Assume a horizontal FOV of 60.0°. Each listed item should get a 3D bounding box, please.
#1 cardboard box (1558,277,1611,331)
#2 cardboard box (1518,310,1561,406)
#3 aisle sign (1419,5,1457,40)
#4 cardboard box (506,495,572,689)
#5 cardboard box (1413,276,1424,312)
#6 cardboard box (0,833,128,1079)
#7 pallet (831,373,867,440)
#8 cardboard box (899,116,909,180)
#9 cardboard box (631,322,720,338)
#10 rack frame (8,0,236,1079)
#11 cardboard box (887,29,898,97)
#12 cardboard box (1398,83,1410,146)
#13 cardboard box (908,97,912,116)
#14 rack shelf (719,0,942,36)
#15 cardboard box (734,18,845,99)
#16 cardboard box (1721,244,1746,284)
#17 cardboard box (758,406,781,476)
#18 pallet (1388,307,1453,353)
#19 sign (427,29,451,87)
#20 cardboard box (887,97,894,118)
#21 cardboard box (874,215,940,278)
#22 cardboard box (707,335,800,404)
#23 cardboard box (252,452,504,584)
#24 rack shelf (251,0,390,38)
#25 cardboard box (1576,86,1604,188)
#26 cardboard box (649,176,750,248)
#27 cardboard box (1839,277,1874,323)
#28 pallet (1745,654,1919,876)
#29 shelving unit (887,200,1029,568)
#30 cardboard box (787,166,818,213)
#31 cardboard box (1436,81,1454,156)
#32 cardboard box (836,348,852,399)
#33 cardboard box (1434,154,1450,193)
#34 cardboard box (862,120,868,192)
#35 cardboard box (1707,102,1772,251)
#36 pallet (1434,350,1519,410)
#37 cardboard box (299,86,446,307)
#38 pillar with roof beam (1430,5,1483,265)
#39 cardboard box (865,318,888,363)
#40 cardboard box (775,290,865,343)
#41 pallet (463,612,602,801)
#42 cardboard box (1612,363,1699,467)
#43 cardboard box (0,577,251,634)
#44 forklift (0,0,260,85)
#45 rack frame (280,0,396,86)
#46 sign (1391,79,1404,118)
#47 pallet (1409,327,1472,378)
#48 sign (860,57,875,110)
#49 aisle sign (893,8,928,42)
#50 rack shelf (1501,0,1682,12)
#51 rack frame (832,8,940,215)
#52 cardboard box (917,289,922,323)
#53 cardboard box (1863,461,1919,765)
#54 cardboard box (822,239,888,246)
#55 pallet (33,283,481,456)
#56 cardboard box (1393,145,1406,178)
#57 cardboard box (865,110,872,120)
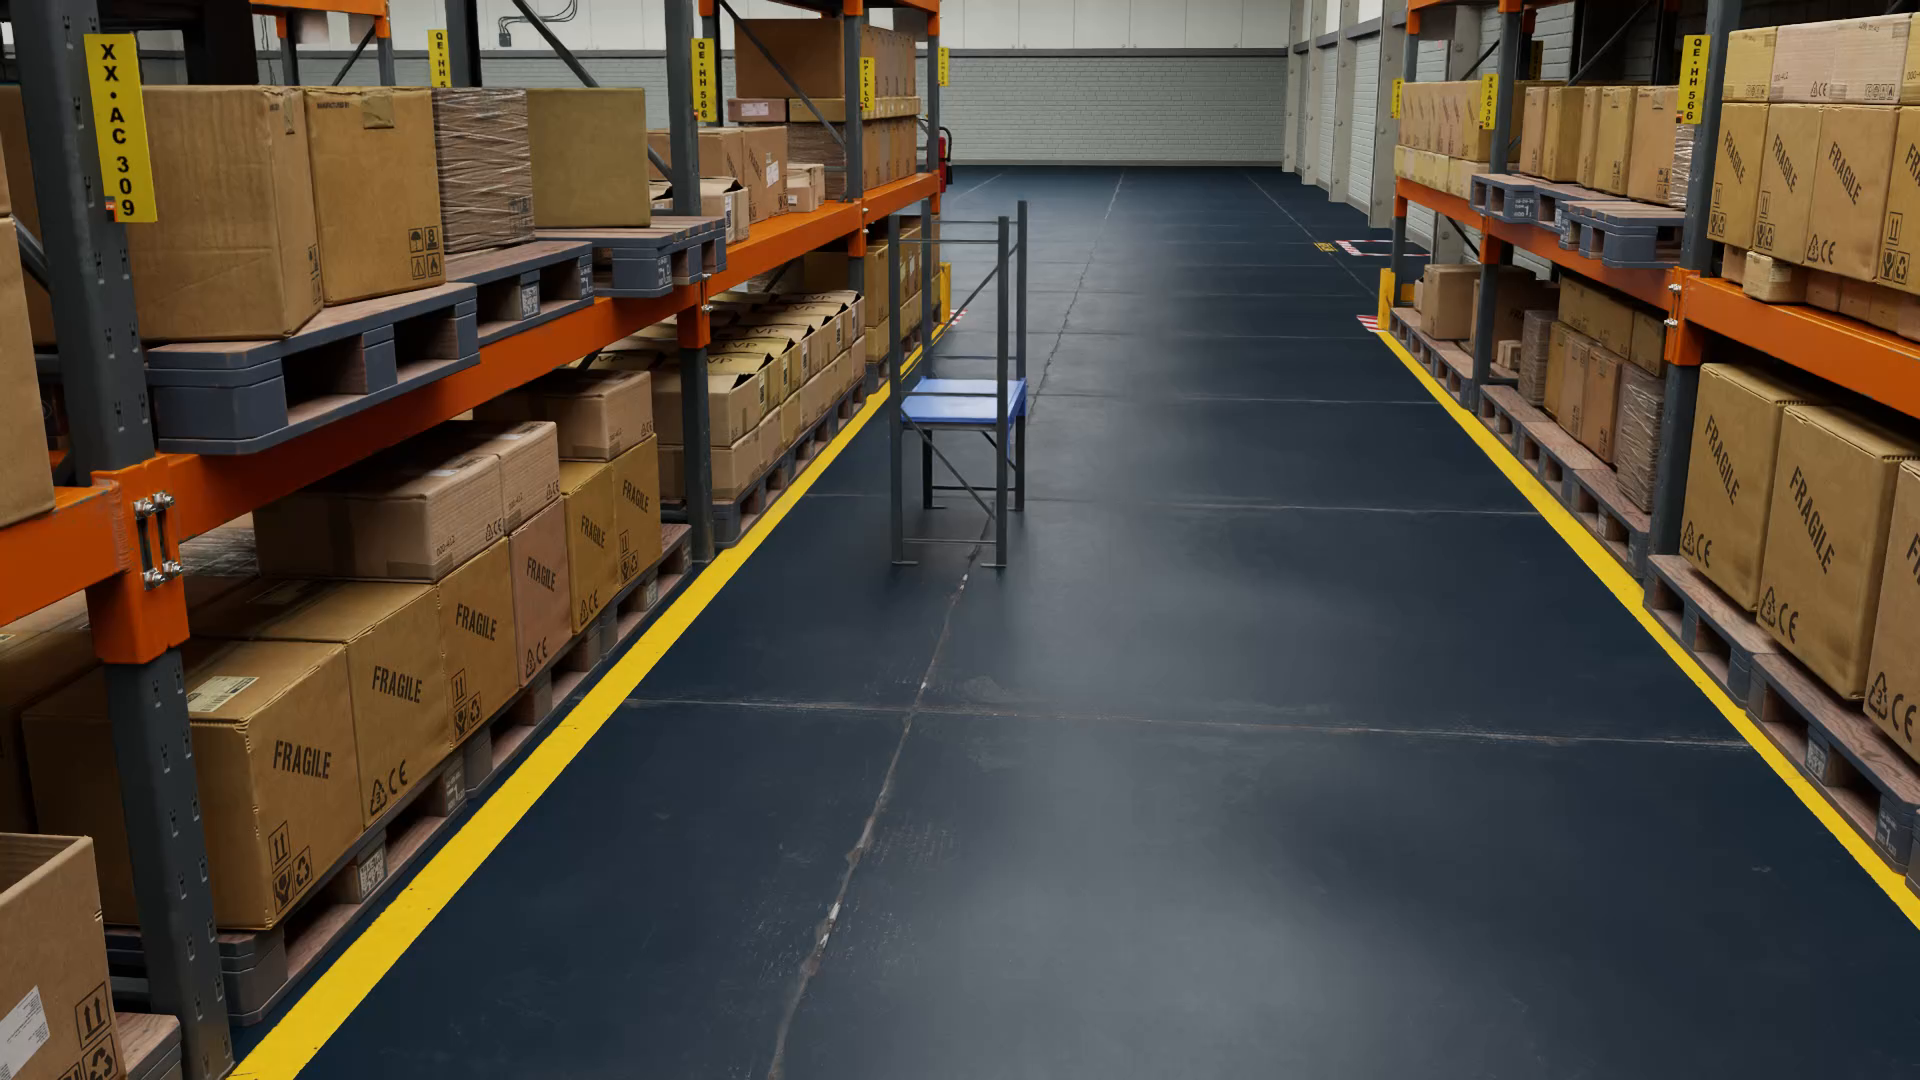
[{"bbox_3d":[3.674,-1.319,9.304,0.500,0.250,0.500,1,15,5],"label":"cardboard box"},{"bbox_3d":[3.721,-1.072,9.825,0.700,0.500,0.500,2,15,8],"label":"cardboard box"},{"bbox_3d":[3.949,-4.577,13.863,0.394,0.787,0.004,2,15,6],"label":"aisle sign"},{"bbox_3d":[-1.571,0.149,5.309,0.500,0.500,0.500,1,15,4],"label":"cardboard box"},{"bbox_3d":[4.071,-2.032,13.740,0.500,0.311,0.500,0,15,0],"label":"cardboard box"},{"bbox_3d":[-1.820,0.823,2.818,0.500,0.500,0.500,2,15,6],"label":"cardboard box"},{"bbox_3d":[-1.180,-0.864,10.453,1.003,0.211,1.213,2,15,6],"label":"pallet"},{"bbox_3d":[-0.804,-3.231,13.673,0.700,0.500,0.500,2,15,8],"label":"cardboard box"},{"bbox_3d":[-1.602,-1.050,9.187,0.500,0.311,0.500,2,15,8],"label":"cardboard box"},{"bbox_3d":[-2.038,-0.327,3.126,1.000,3.000,0.127,2,15,6],"label":"rack frame"},{"bbox_3d":[-0.865,-3.713,12.968,0.700,0.500,0.500,2,15,6],"label":"cardboard box"},{"bbox_3d":[3.886,-3.479,13.594,0.500,0.500,0.500,2,15,6],"label":"cardboard box"},{"bbox_3d":[-0.594,-3.562,13.655,0.380,0.149,0.250,1,15,5],"label":"cardboard box"},{"bbox_3d":[-0.910,-4.022,12.421,1.077,0.370,4.000,2,15,6],"label":"rack shelf"},{"bbox_3d":[-1.091,-3.192,11.044,0.700,0.500,0.500,2,15,7],"label":"cardboard box"},{"bbox_3d":[3.069,-1.030,6.167,0.380,0.149,0.250,1,15,5],"label":"cardboard box"},{"bbox_3d":[-1.180,-0.498,8.220,0.500,0.250,0.500,1,15,5],"label":"cardboard box"},{"bbox_3d":[4.103,-1.719,13.616,1.003,0.211,1.213,2,15,6],"label":"pallet"},{"bbox_3d":[-2.138,-1.939,6.869,0.100,0.325,0.005,2,15,6],"label":"sign"},{"bbox_3d":[-0.710,-3.294,12.664,0.380,0.149,0.250,1,15,5],"label":"cardboard box"},{"bbox_3d":[-0.449,-2.529,14.296,0.500,0.500,0.500,2,15,6],"label":"cardboard box"},{"bbox_3d":[-1.125,-0.907,8.658,0.500,0.311,0.500,1,15,5],"label":"cardboard box"},{"bbox_3d":[-1.628,-0.073,4.694,0.500,0.250,0.500,2,15,6],"label":"cardboard box"},{"bbox_3d":[-5.831,-4.169,12.964,1.077,0.370,4.000,2,15,6],"label":"rack shelf"},{"bbox_3d":[3.583,-2.071,8.539,0.700,0.500,0.500,4,16,14],"label":"cardboard box"},{"bbox_3d":[-1.293,-1.548,7.812,0.500,0.311,0.500,2,15,6],"label":"cardboard box"},{"bbox_3d":[2.991,-0.762,5.176,0.380,0.149,0.250,2,15,7],"label":"cardboard box"},{"bbox_3d":[3.032,0.644,4.876,1.003,0.211,1.213,2,15,6],"label":"pallet"},{"bbox_3d":[0.010,-0.746,7.548,0.538,1.500,1.048,2,15,6],"label":"shelving unit"},{"bbox_3d":[-1.052,-2.104,9.954,0.396,0.266,0.258,1,15,5],"label":"cardboard box"},{"bbox_3d":[3.652,-2.948,11.631,0.500,0.500,0.500,1,15,5],"label":"cardboard box"},{"bbox_3d":[-0.953,-1.030,10.190,0.500,0.250,0.500,1,15,5],"label":"cardboard box"},{"bbox_3d":[3.645,-2.586,11.729,0.500,0.250,0.500,2,15,6],"label":"cardboard box"},{"bbox_3d":[-1.038,-2.703,11.720,0.700,0.500,0.500,2,15,6],"label":"cardboard box"},{"bbox_3d":[3.027,-1.303,5.935,0.500,0.500,0.500,2,15,8],"label":"cardboard box"},{"bbox_3d":[3.828,-1.087,11.276,1.003,0.211,1.213,2,15,6],"label":"pallet"},{"bbox_3d":[-1.748,-0.875,4.155,0.700,0.500,0.500,4,16,15],"label":"cardboard box"},{"bbox_3d":[1.419,-7.667,18.776,9.100,9.000,0.400,2,15,6],"label":"pillar with roof beam"},{"bbox_3d":[-0.782,-1.389,11.516,0.500,0.250,0.500,2,15,6],"label":"cardboard box"},{"bbox_3d":[-0.896,-1.435,10.611,0.500,0.311,0.500,2,15,6],"label":"cardboard box"},{"bbox_3d":[-1.848,0.489,5.448,1.003,0.211,1.213,2,15,6],"label":"pallet"},{"bbox_3d":[3.539,-0.544,7.874,0.700,0.500,0.500,2,15,6],"label":"cardboard box"},{"bbox_3d":[-2.203,0.402,4.373,0.500,0.500,0.500,2,15,6],"label":"cardboard box"},{"bbox_3d":[-4.137,-1.619,8.035,1.130,2.935,3.031,4,16,15],"label":"forklift"},{"bbox_3d":[-5.605,-3.587,15.180,1.000,3.000,0.127,2,15,6],"label":"rack frame"},{"bbox_3d":[3.700,-3.729,14.046,0.100,0.325,0.005,2,15,6],"label":"sign"},{"bbox_3d":[3.963,-1.404,12.449,1.003,0.211,1.213,2,15,6],"label":"pallet"},{"bbox_3d":[-0.595,-2.910,10.609,0.100,0.325,0.005,2,15,6],"label":"sign"},{"bbox_3d":[-0.385,-4.703,14.328,0.394,0.787,0.004,2,15,6],"label":"aisle sign"},{"bbox_3d":[3.562,-2.839,8.048,1.077,0.370,4.000,2,15,6],"label":"rack shelf"},{"bbox_3d":[-0.684,-3.440,14.636,1.000,3.000,0.127,2,15,6],"label":"rack frame"},{"bbox_3d":[-0.550,-1.908,13.433,0.500,0.250,0.500,2,15,6],"label":"cardboard box"},{"bbox_3d":[2.926,0.249,4.307,0.750,0.750,0.750,2,15,8],"label":"cardboard box"},{"bbox_3d":[-0.723,-1.881,11.897,0.500,0.500,0.500,2,15,6],"label":"cardboard box"},{"bbox_3d":[-1.839,-0.439,3.906,1.003,0.211,1.213,2,15,6],"label":"pallet"},{"bbox_3d":[3.868,-3.115,13.684,0.500,0.250,0.500,1,15,5],"label":"cardboard box"},{"bbox_3d":[-0.829,-3.028,11.679,0.380,0.149,0.250,2,15,6],"label":"cardboard box"}]
